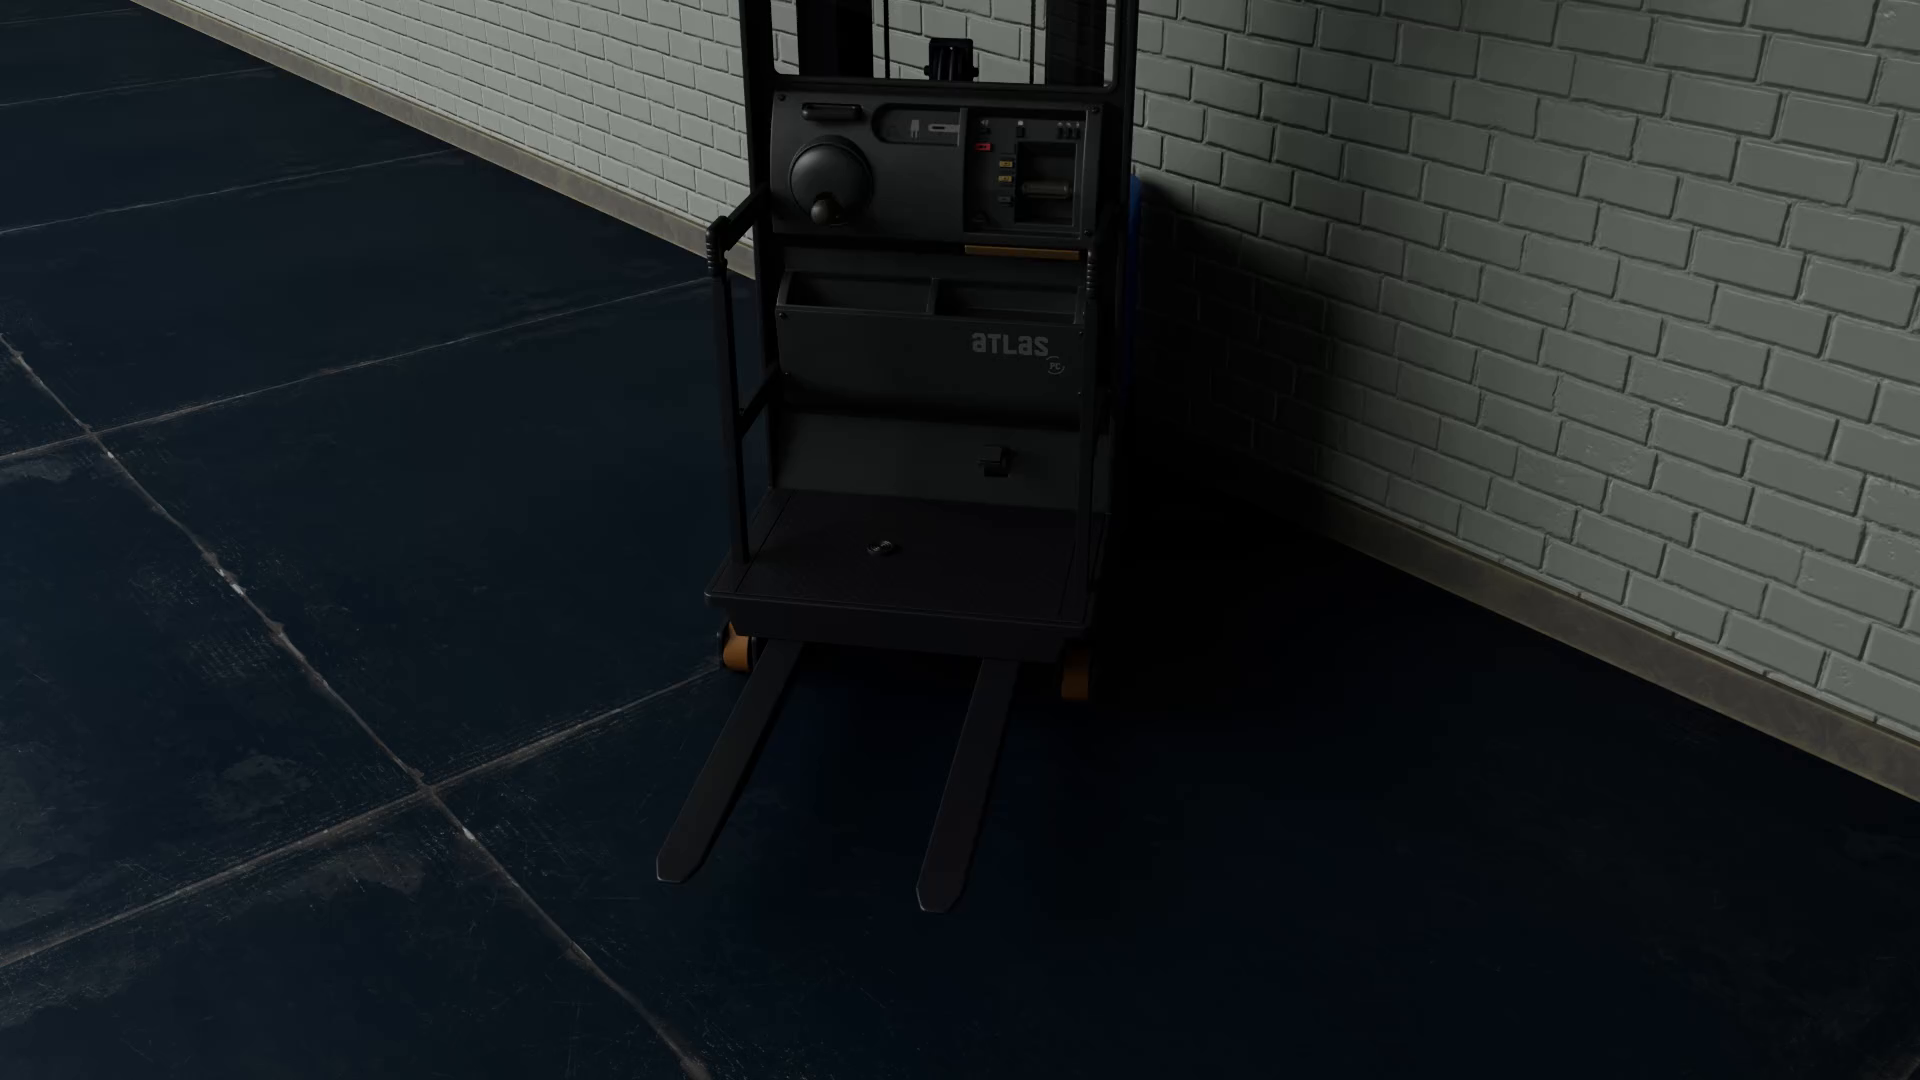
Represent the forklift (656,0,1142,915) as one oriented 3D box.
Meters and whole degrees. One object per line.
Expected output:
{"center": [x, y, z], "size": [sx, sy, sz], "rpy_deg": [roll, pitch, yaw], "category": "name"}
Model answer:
{"center": [-0.104, -1.004, 4.445], "size": [1.130, 2.935, 3.031], "rpy_deg": [5, 28, 8], "category": "forklift"}
